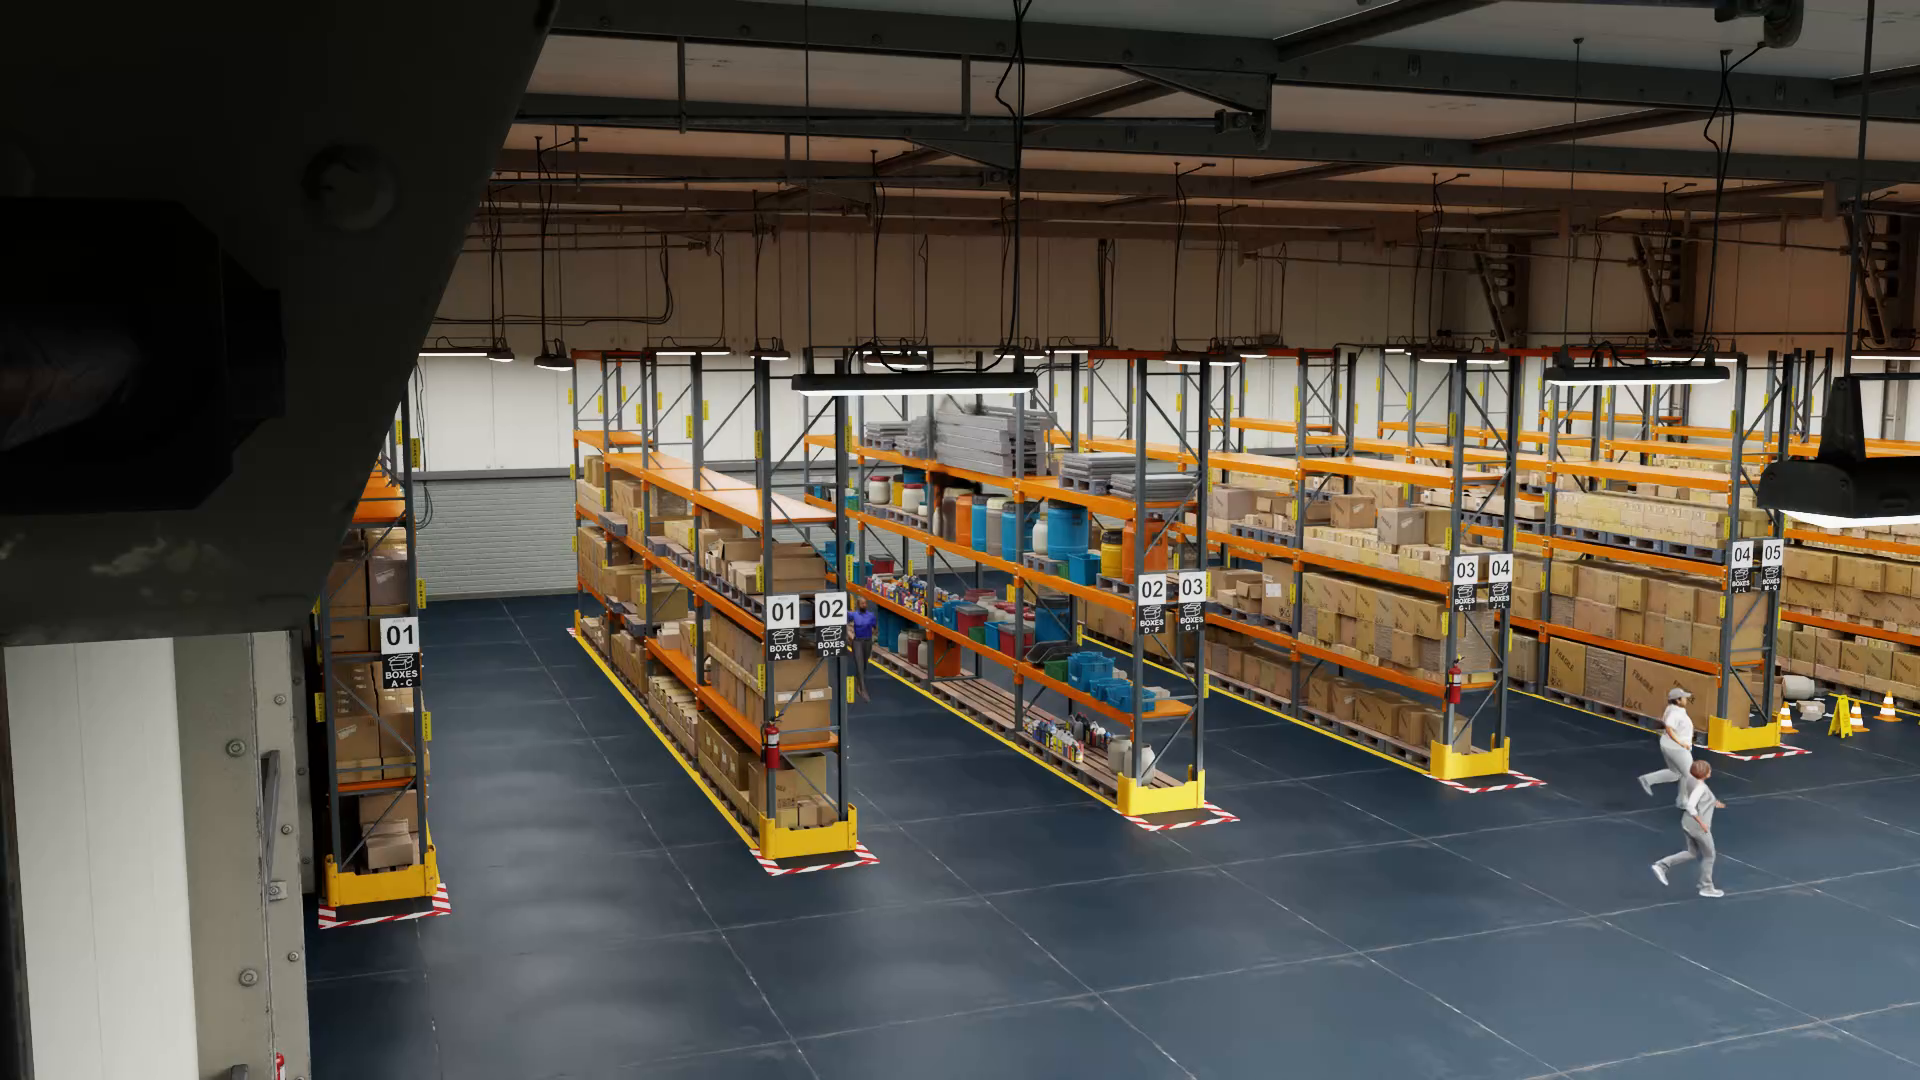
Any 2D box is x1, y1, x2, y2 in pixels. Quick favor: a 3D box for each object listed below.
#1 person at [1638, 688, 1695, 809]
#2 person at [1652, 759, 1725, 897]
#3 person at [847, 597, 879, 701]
[{"bbox_3d":[9.497,2.793,22.166,0.755,1.644,0.607,1,7,10],"label":"person"},{"bbox_3d":[8.214,3.228,18.652,0.784,1.571,0.538,1,7,5],"label":"person"},{"bbox_3d":[-1.622,1.782,27.654,0.578,1.695,0.844,-3,8,-21],"label":"person"}]
